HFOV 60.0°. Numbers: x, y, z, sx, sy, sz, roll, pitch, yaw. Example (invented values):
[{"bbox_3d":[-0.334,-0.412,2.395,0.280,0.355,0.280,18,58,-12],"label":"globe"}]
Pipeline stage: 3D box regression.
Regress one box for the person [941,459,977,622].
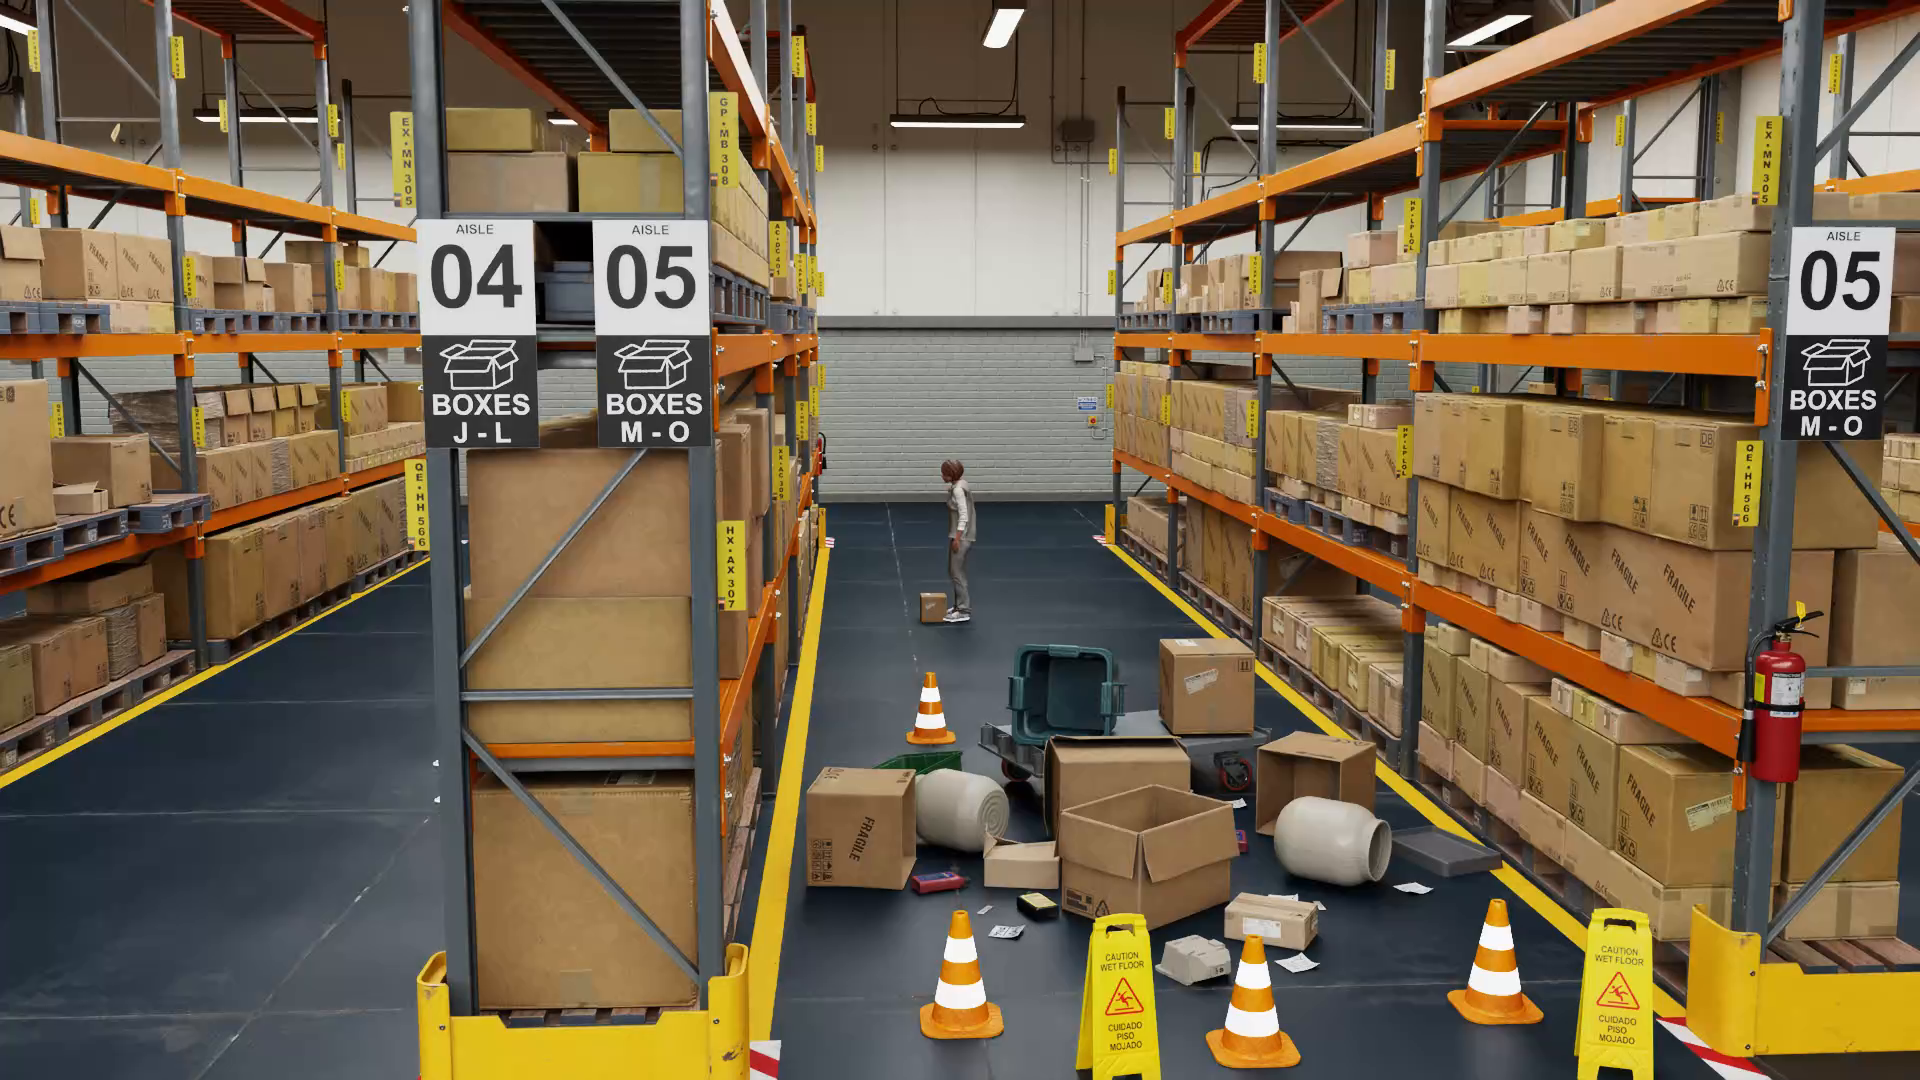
[{"bbox_3d":[-0.017,-0.004,16.340,0.345,1.591,0.461,-1,7,-5],"label":"person"}]
